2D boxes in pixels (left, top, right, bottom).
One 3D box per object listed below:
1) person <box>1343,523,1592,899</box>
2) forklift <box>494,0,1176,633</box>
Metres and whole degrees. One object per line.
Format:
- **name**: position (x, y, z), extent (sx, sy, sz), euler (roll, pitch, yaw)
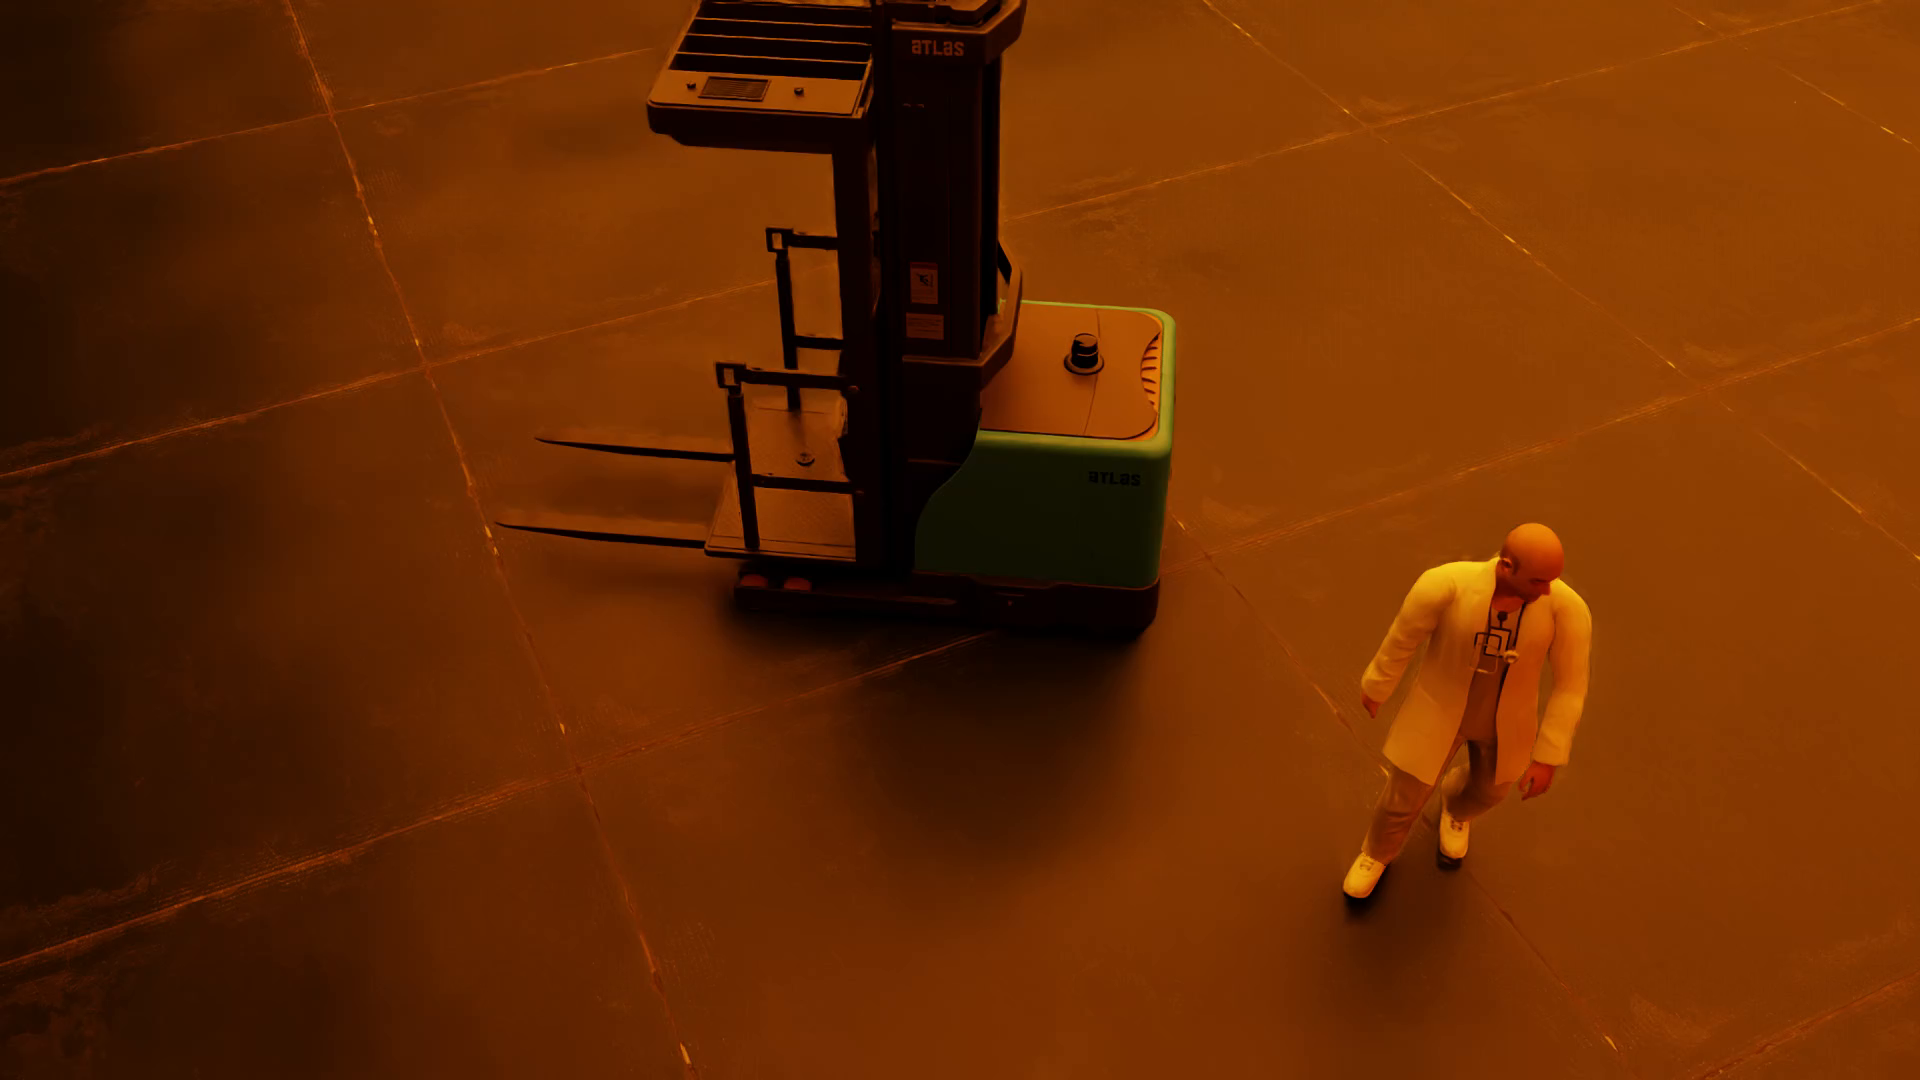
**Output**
- **person**: position (1.791, 0.595, 5.930), extent (0.712, 1.727, 0.676), euler (6, 43, 6)
- **forklift**: position (-0.587, -1.097, 6.855), extent (3.031, 2.935, 1.130), euler (5, 43, 5)
